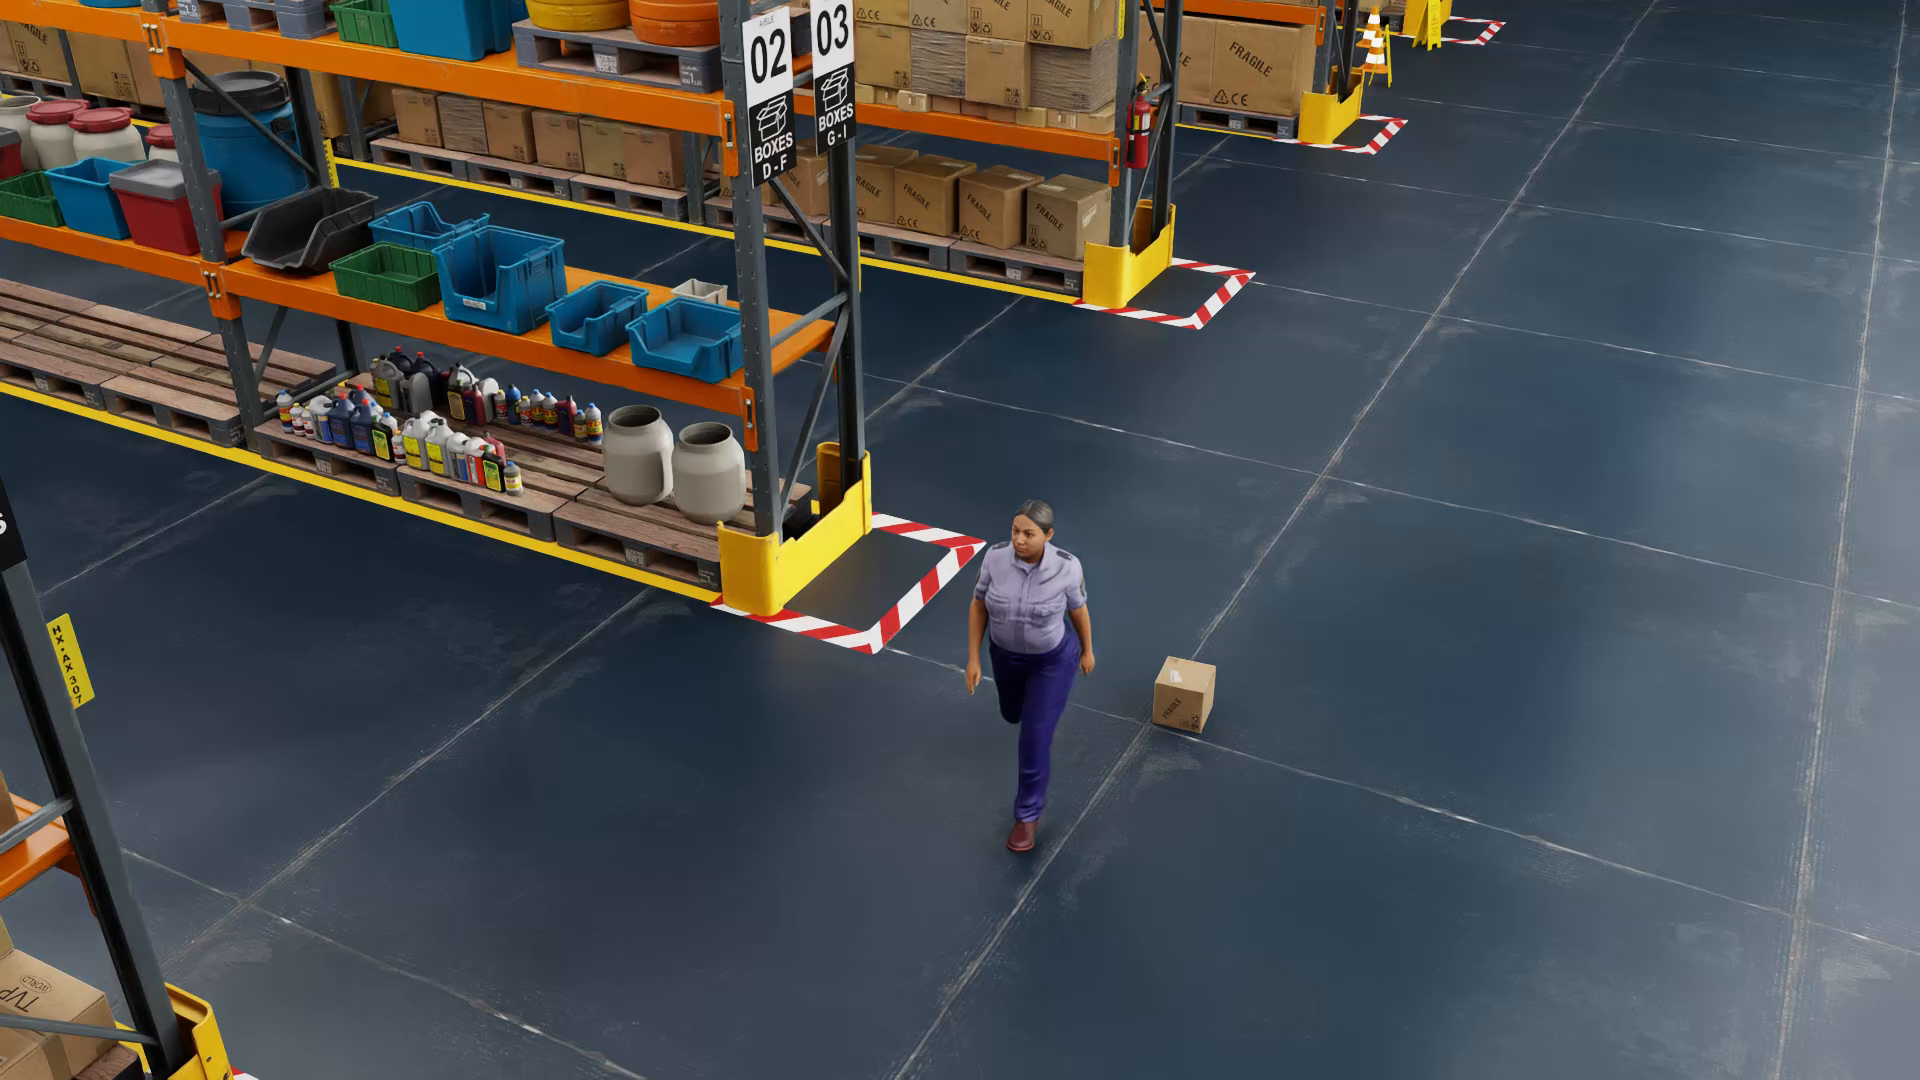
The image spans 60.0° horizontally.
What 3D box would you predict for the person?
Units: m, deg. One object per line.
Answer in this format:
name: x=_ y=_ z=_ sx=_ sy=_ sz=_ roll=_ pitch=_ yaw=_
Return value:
person: x=0.324 y=0.490 z=7.483 sx=0.516 sy=1.586 sz=1.015 roll=12 pitch=32 yaw=19
